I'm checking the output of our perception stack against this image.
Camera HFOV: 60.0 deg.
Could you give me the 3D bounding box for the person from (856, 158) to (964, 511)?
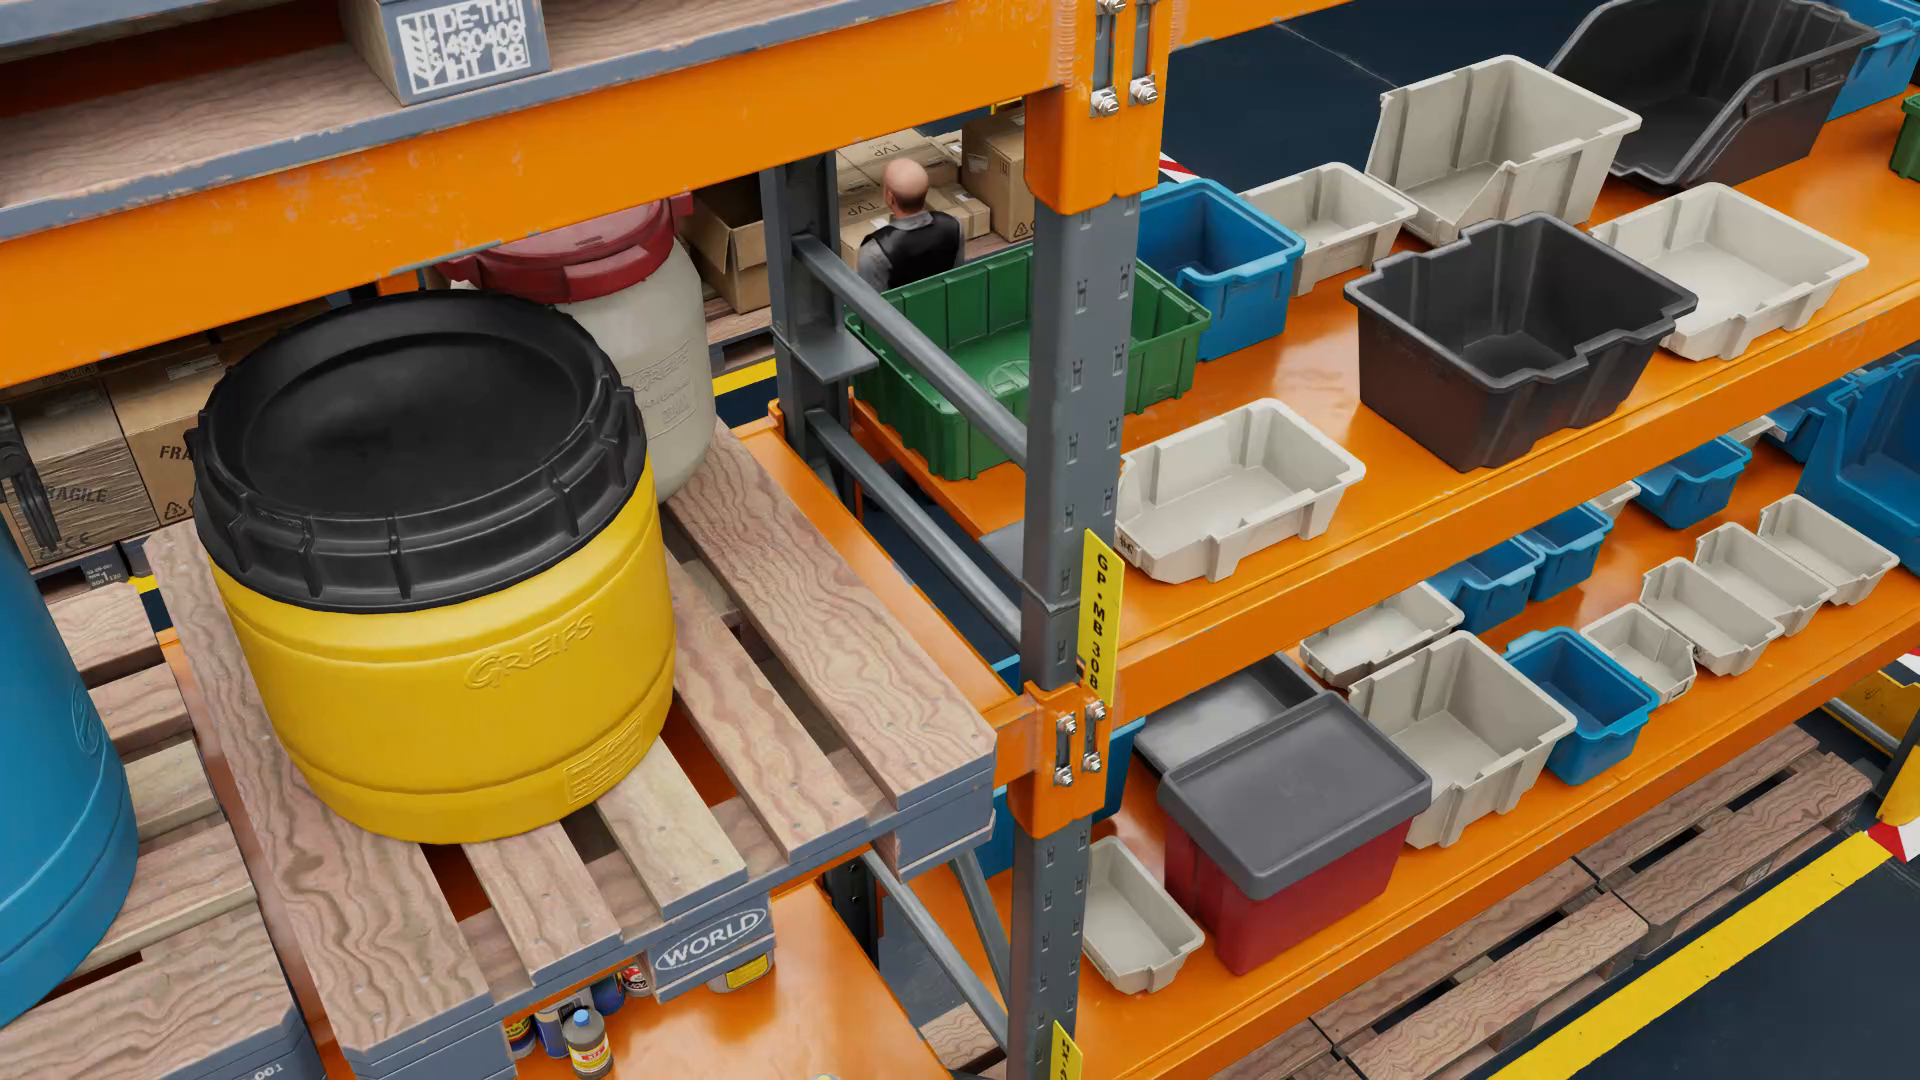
[{"bbox_3d":[-0.245,-0.875,7.221,0.555,1.745,0.431,-23,45,-24],"label":"person"}]
